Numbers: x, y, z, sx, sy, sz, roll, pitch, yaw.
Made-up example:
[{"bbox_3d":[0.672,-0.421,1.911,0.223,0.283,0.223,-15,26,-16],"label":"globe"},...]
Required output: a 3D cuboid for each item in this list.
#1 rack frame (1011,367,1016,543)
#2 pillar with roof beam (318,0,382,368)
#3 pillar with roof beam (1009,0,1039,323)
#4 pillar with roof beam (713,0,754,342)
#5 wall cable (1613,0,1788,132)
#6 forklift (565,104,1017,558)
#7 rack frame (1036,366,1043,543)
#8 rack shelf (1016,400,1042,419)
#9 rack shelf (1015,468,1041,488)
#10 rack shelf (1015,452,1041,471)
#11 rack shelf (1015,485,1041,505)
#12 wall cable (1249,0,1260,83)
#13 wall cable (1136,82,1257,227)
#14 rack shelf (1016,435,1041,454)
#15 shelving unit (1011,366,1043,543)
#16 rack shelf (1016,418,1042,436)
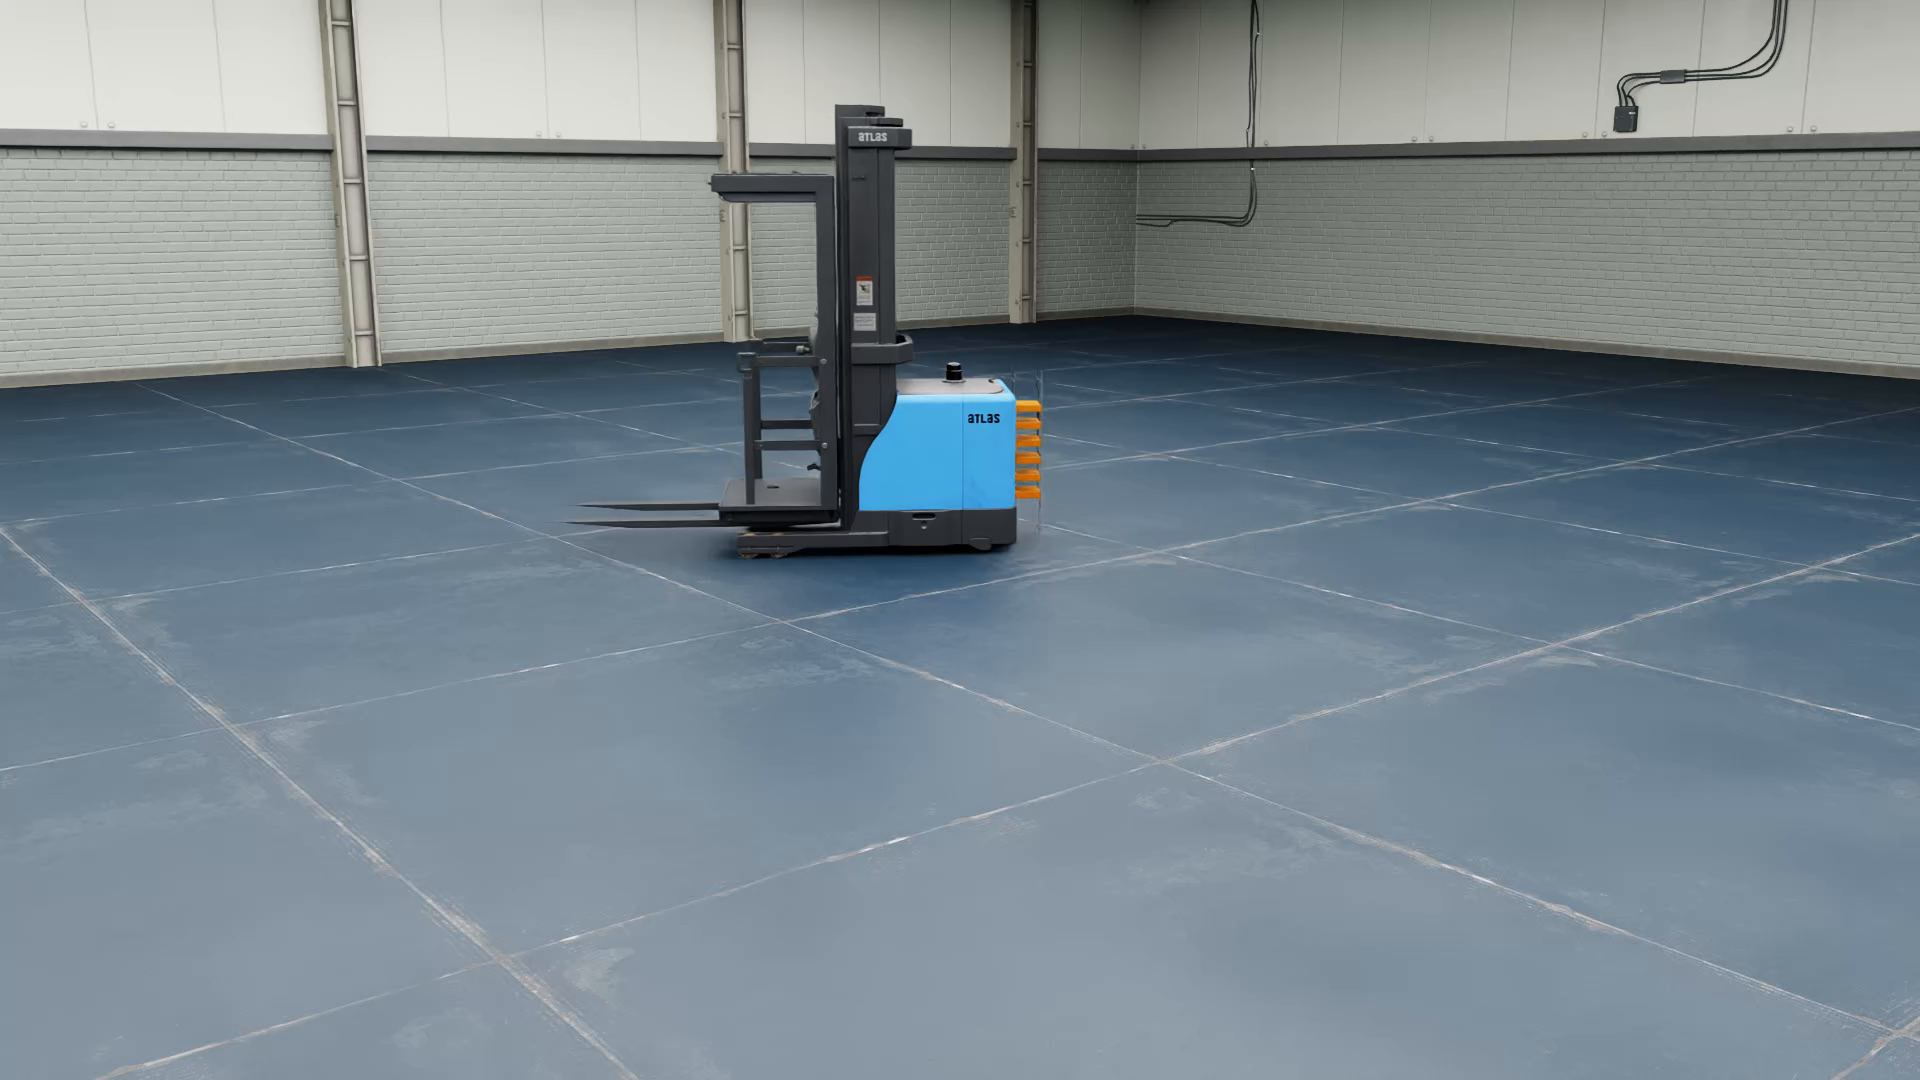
[{"bbox_3d":[0.368,-0.590,11.519,0.006,1.200,0.240,-1,12,-4],"label":"rack frame"},{"bbox_3d":[-5.543,-6.111,18.744,0.400,9.000,9.100,-9,15,-38],"label":"pillar with roof beam"},{"bbox_3d":[3.827,-7.668,26.077,0.400,9.000,9.100,-9,15,-38],"label":"pillar with roof beam"},{"bbox_3d":[-0.858,-6.890,22.411,0.400,9.000,9.100,-9,15,-38],"label":"pillar with roof beam"},{"bbox_3d":[10.182,-8.656,22.541,0.169,6.003,2.305,-9,15,-38],"label":"wall cable"},{"bbox_3d":[-1.155,-1.426,11.288,3.031,2.935,1.130,-1,12,-4],"label":"forklift"},{"bbox_3d":[0.550,-0.593,11.531,0.006,1.200,0.240,-1,12,-4],"label":"rack frame"},{"bbox_3d":[0.459,-0.900,11.460,0.180,0.103,0.258,-1,12,-4],"label":"rack shelf"},{"bbox_3d":[0.459,-0.431,11.560,0.180,0.103,0.258,-1,12,-4],"label":"rack shelf"},{"bbox_3d":[0.459,-0.548,11.535,0.180,0.103,0.258,-1,12,-4],"label":"rack shelf"},{"bbox_3d":[0.459,-0.313,11.584,0.180,0.103,0.258,-1,12,-4],"label":"rack shelf"},{"bbox_3d":[5.954,-9.047,27.887,0.112,2.526,3.097,-9,15,-38],"label":"wall cable"},{"bbox_3d":[4.264,-7.015,30.478,0.112,2.526,3.097,-9,15,-38],"label":"wall cable"},{"bbox_3d":[0.459,-0.665,11.510,0.180,0.103,0.258,-1,12,-4],"label":"rack shelf"},{"bbox_3d":[0.459,-0.591,11.525,0.189,1.200,0.258,-1,12,-4],"label":"shelving unit"},{"bbox_3d":[0.459,-0.783,11.485,0.180,0.103,0.258,-1,12,-4],"label":"rack shelf"}]
